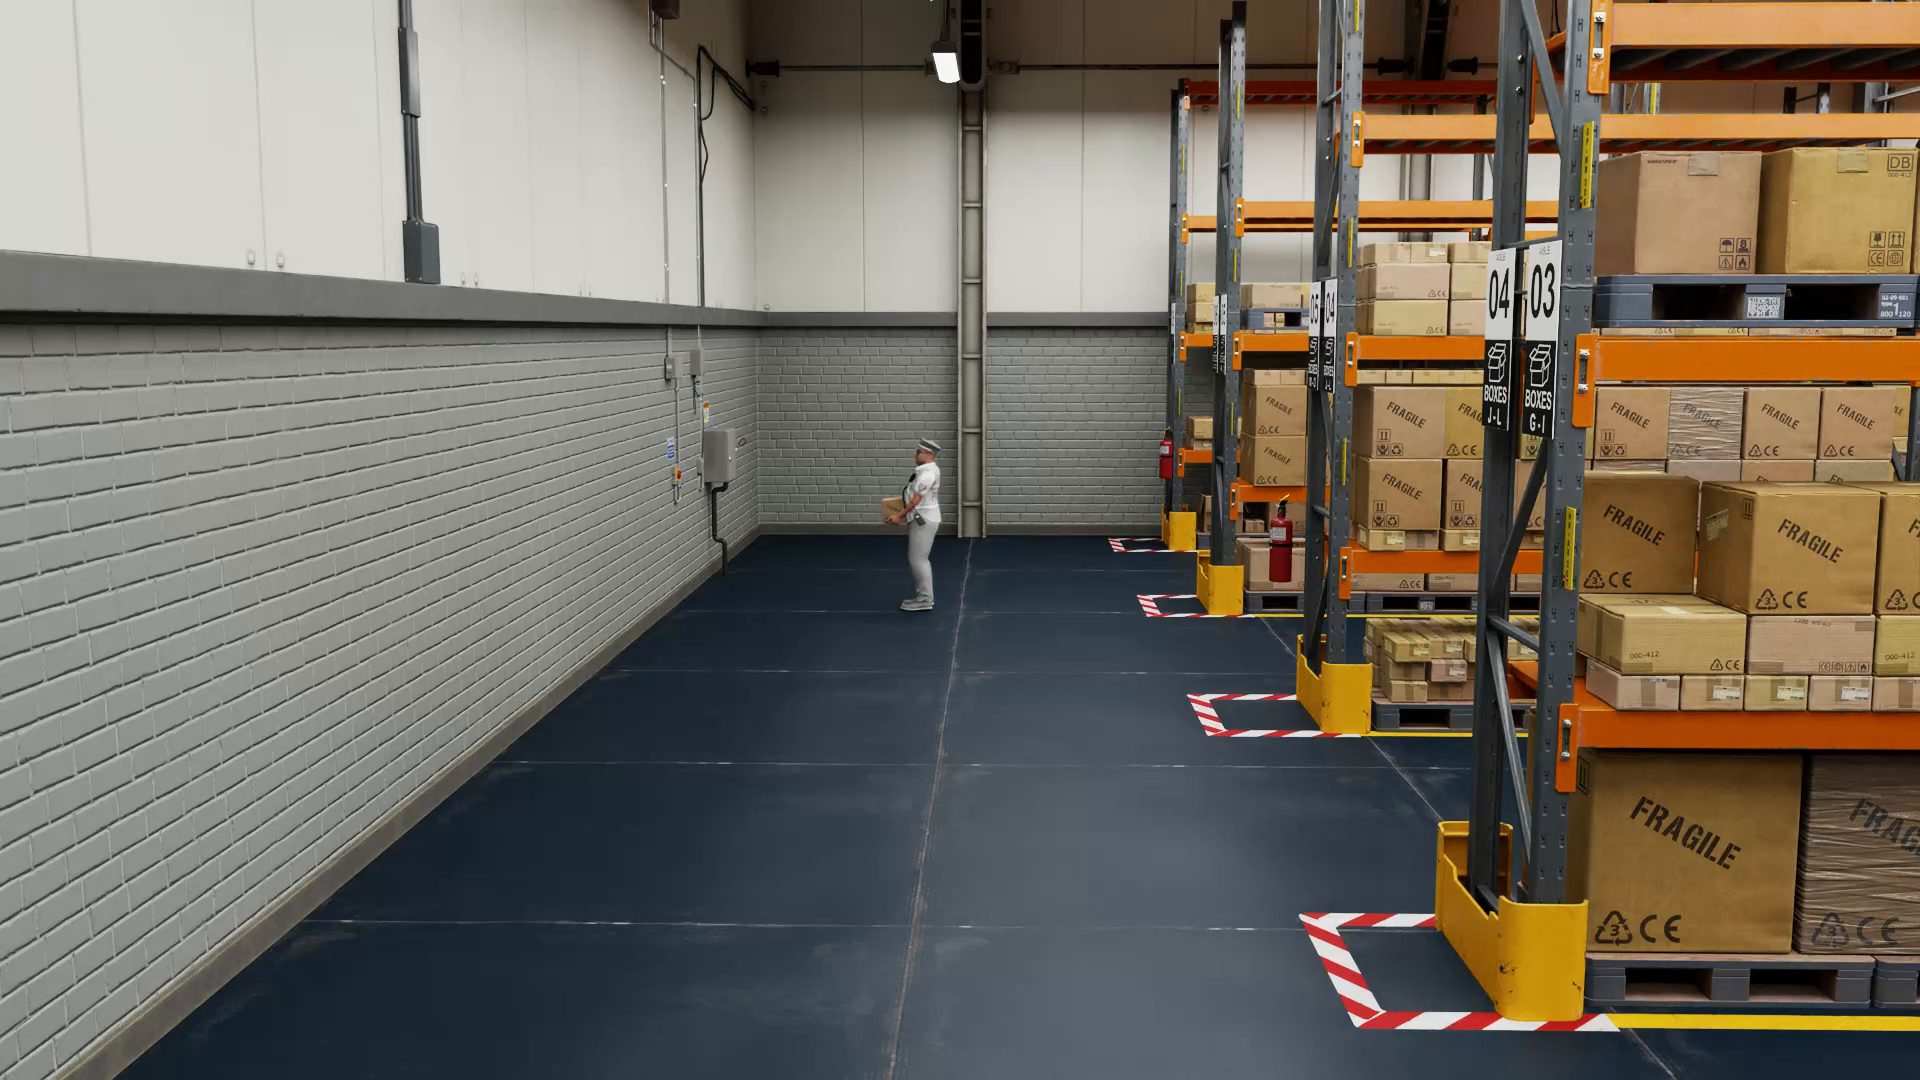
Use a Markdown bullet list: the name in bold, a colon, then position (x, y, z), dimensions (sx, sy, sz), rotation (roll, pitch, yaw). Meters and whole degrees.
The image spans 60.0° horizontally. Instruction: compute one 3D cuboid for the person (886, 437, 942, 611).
- **person**: position (-0.469, -0.173, 17.022), dimensions (0.562, 1.770, 0.495), rotation (0, 7, 1)
